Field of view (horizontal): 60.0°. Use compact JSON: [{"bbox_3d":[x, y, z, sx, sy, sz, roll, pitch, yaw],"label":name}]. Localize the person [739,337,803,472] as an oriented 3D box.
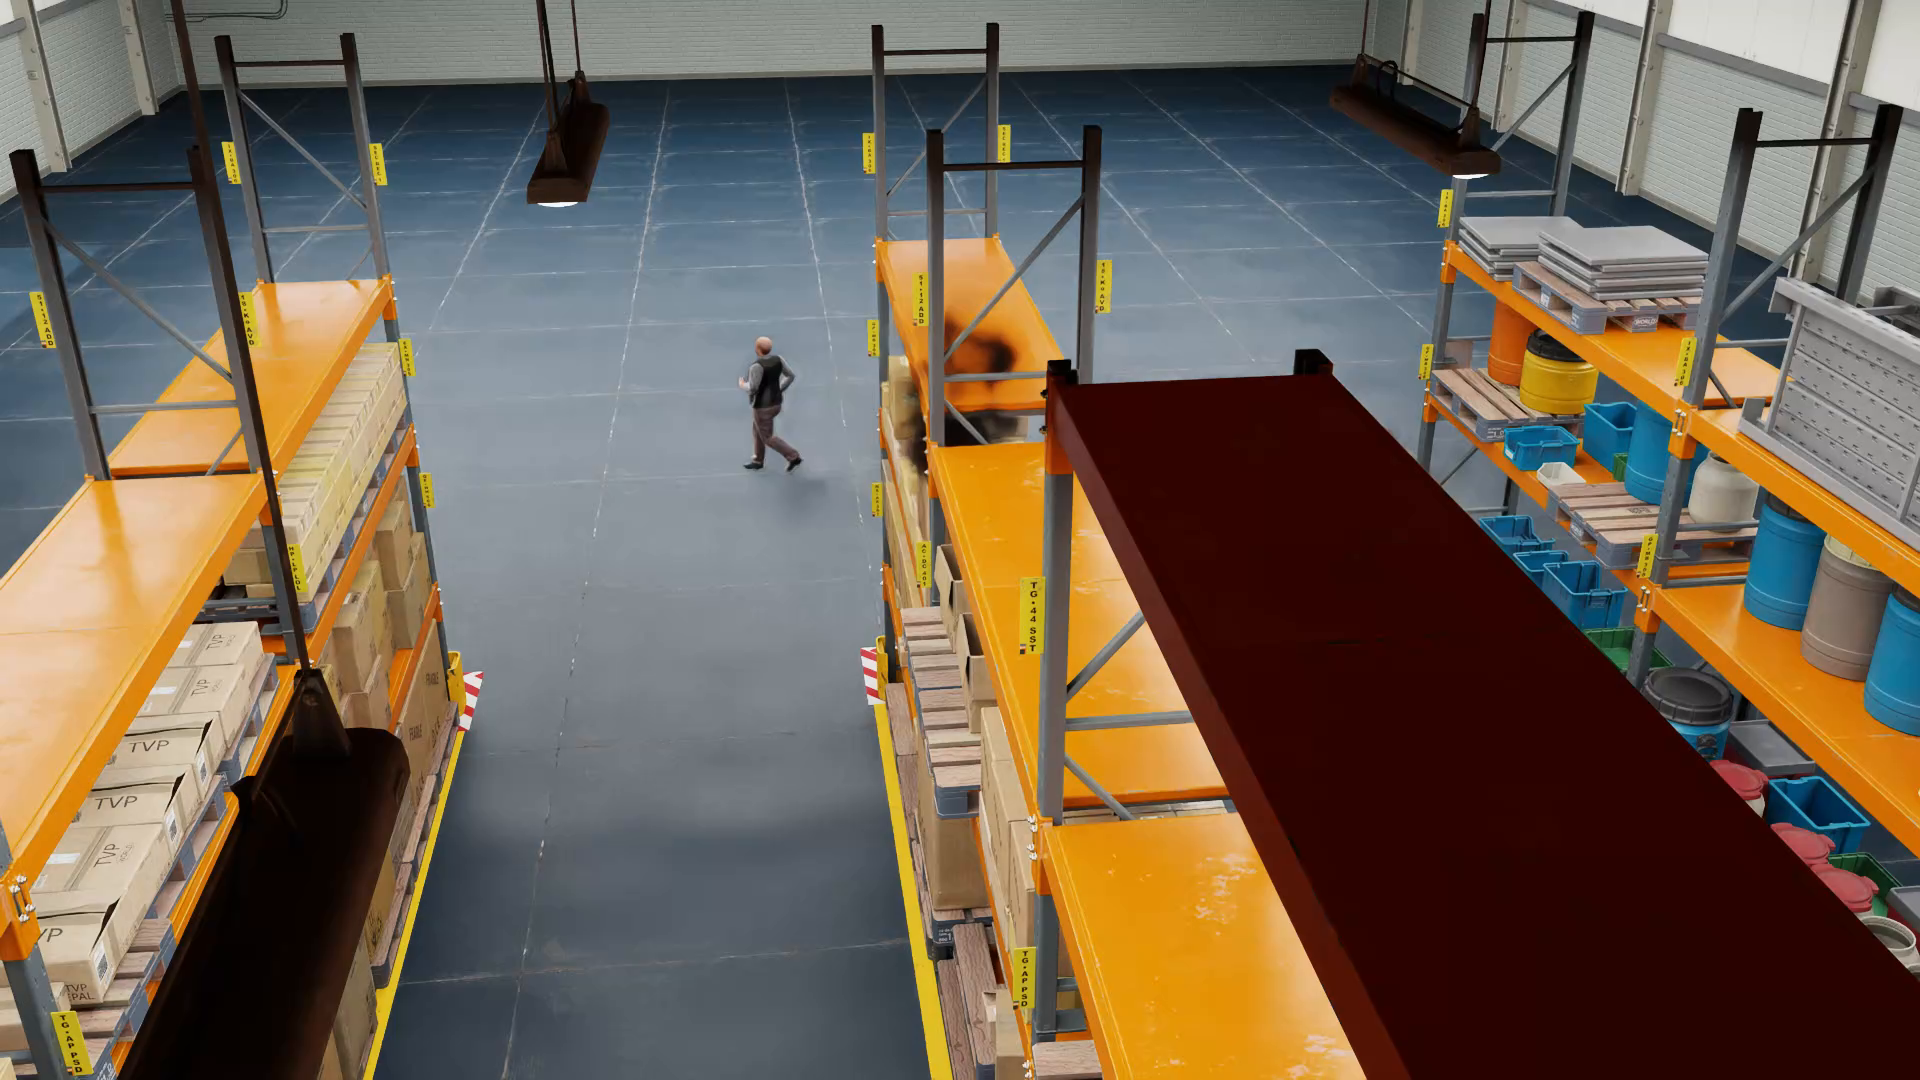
[{"bbox_3d":[-2.299,-1.573,19.814,0.867,1.735,0.648,13,28,25],"label":"person"}]
